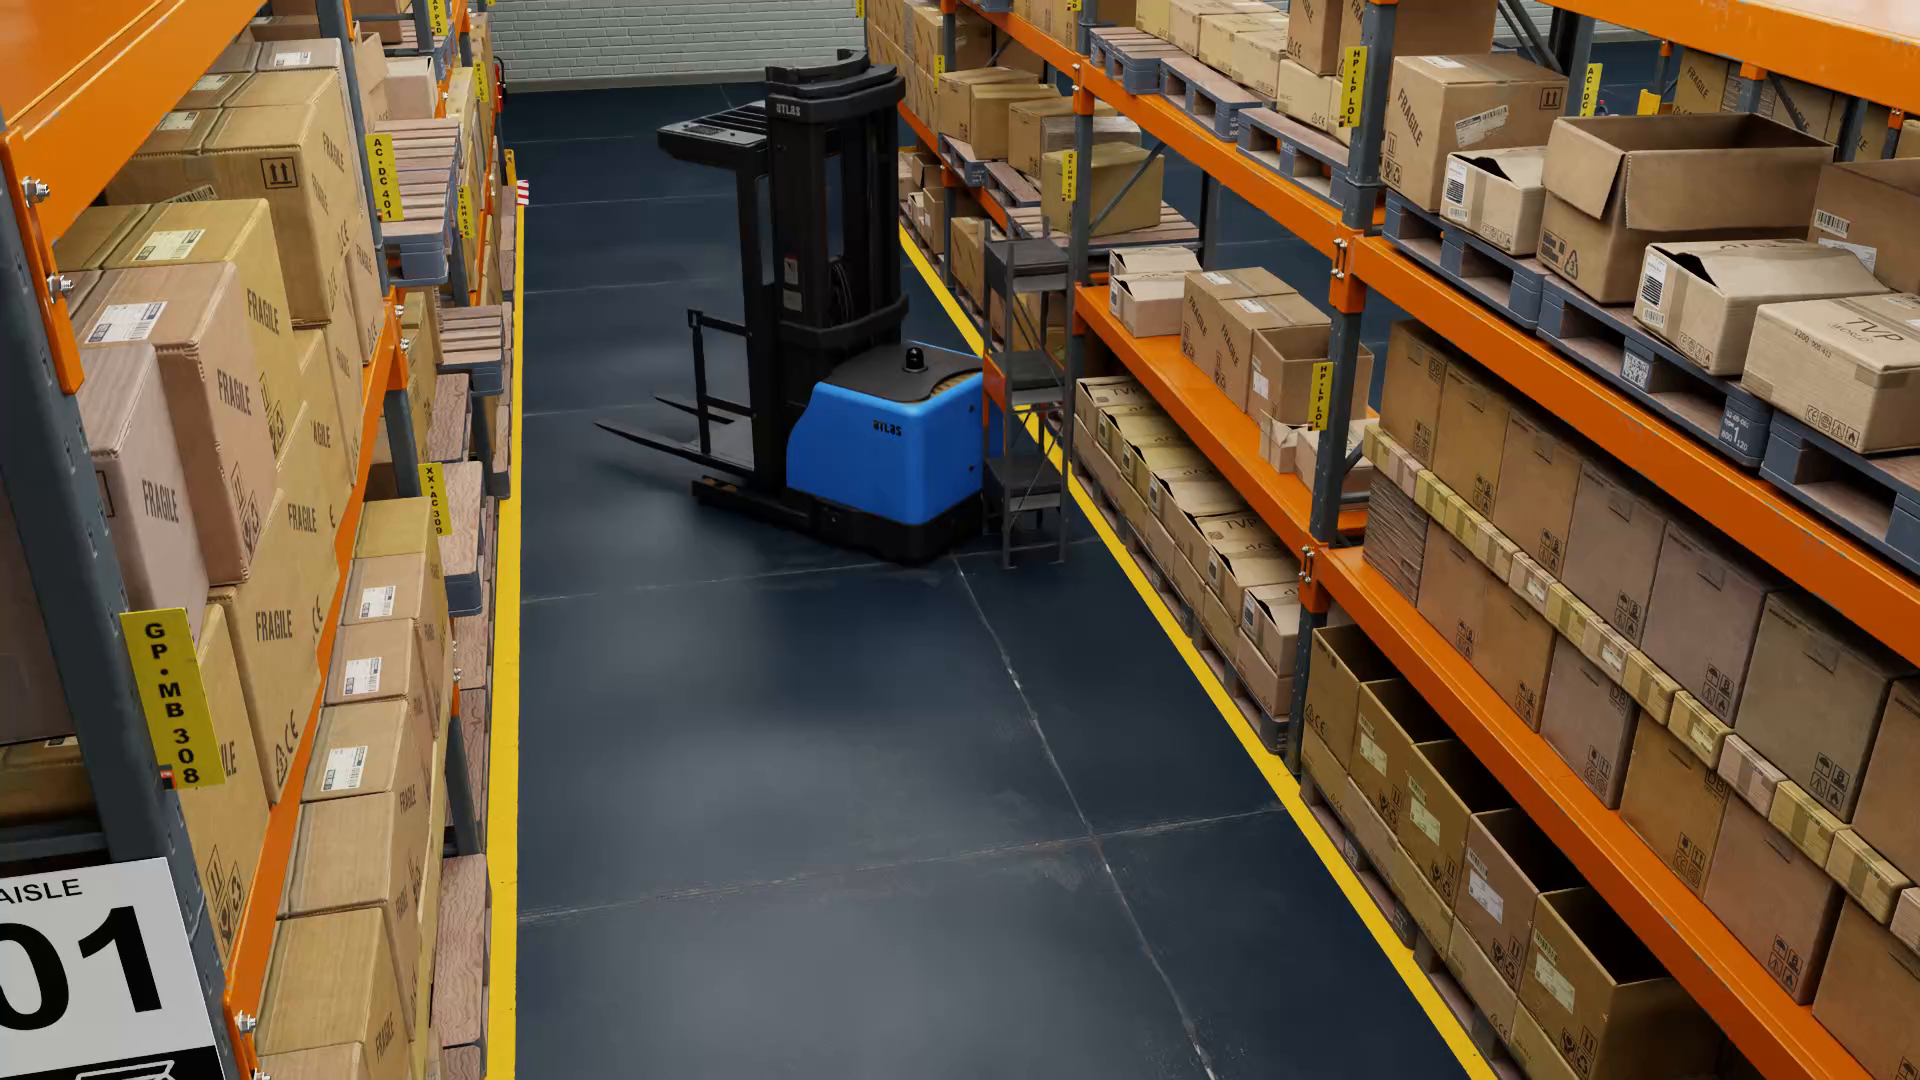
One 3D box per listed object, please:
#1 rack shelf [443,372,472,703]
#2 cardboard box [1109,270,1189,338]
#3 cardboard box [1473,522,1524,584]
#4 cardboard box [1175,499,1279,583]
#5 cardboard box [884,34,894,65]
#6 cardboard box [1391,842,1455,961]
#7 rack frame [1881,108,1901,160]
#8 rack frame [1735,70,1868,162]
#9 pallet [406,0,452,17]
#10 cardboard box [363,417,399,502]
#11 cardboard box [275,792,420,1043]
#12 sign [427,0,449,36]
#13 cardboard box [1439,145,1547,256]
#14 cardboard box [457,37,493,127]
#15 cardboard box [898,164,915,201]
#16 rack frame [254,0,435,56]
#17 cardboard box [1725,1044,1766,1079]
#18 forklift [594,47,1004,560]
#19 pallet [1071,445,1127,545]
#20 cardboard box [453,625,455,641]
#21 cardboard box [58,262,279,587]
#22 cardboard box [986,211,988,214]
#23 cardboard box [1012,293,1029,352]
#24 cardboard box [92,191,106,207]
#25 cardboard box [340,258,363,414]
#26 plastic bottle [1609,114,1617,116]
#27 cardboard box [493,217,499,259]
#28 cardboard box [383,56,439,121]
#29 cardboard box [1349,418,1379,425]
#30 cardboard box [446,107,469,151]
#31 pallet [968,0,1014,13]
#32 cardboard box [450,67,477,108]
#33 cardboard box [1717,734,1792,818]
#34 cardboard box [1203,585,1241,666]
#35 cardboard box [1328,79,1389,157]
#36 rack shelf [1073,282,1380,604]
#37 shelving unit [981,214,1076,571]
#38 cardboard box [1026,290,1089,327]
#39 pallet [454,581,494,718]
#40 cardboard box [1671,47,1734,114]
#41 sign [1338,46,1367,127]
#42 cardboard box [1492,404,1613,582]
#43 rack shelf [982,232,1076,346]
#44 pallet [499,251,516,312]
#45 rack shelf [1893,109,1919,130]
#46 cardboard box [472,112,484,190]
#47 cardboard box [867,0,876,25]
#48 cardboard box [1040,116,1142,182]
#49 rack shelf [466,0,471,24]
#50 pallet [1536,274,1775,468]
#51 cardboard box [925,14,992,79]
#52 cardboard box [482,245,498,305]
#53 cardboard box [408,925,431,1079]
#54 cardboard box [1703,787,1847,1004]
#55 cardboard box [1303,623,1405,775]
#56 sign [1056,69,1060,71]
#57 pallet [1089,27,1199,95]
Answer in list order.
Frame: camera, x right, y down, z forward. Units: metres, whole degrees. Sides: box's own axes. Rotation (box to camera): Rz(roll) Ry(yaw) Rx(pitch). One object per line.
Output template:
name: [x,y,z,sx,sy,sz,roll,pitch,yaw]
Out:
rack shelf: [-3.122,-0.274,8.763,1.077,0.370,4.000,-6,27,-12]
cardboard box: [1.266,-1.526,10.544,0.500,0.311,0.500,-6,27,-12]
cardboard box: [2.258,0.030,6.532,0.380,0.149,0.250,-7,28,-13]
cardboard box: [1.550,-0.028,9.440,0.500,0.311,0.500,-6,27,-12]
cardboard box: [-0.475,-4.867,16.952,0.500,0.500,0.500,-6,27,-12]
cardboard box: [2.179,1.492,7.050,0.500,0.250,0.500,-6,27,-12]
rack frame: [10.004,-4.739,16.809,1.000,3.000,0.127,-6,27,-12]
rack frame: [6.080,-2.480,12.334,1.000,3.000,0.127,-6,27,-12]
pallet: [-4.219,-4.086,12.399,0.805,0.209,1.217,-7,28,-14]
cardboard box: [-2.752,-0.185,7.189,0.700,0.500,0.500,-6,27,-11]
cardboard box: [-1.796,1.076,4.601,0.500,0.500,0.500,-7,28,-13]
sign: [-3.043,-3.098,9.656,0.100,0.325,0.005,-6,27,-12]
cardboard box: [2.133,-1.287,6.119,0.500,0.311,0.500,-7,28,-14]
cardboard box: [-4.913,-4.243,15.494,0.980,0.700,0.700,-7,28,-14]
cardboard box: [-0.478,-3.753,17.419,0.500,0.250,0.500,-6,27,-12]
rack frame: [-3.572,-4.152,8.989,1.000,3.000,0.127,-6,27,-12]
cardboard box: [3.037,1.762,5.684,0.500,0.500,0.500,-6,27,-12]
forklift: [-1.196,-1.686,10.837,3.031,2.935,1.130,18,32,31]
pallet: [1.401,-0.368,11.245,1.003,0.211,1.213,-6,27,-12]
cardboard box: [-3.094,0.431,8.854,0.700,0.500,0.500,-6,27,-11]
cardboard box: [-1.684,-0.220,3.285,0.500,0.500,0.500,-6,27,-12]
cardboard box: [0.263,-3.251,16.518,0.380,0.166,0.250,-6,27,-12]
cardboard box: [0.697,-1.673,13.021,0.500,0.500,0.500,-7,28,-13]
cardboard box: [-2.839,-1.312,5.450,0.500,0.500,0.500,-5,27,-11]
cardboard box: [-2.215,-0.690,5.327,0.500,0.500,0.500,-8,28,-16]
plastic bottle: [5.778,-3.658,14.807,0.152,0.276,0.135,-6,27,-12]
cardboard box: [-4.542,-2.640,14.959,0.700,0.500,0.500,-6,27,-11]
cardboard box: [-3.147,-2.493,9.108,0.500,0.311,0.500,-6,27,-12]
cardboard box: [2.154,-0.520,8.730,0.380,0.149,0.250,-6,27,-12]
cardboard box: [-3.783,-2.899,11.868,0.500,0.250,0.500,-7,28,-13]
pallet: [0.667,-4.241,12.703,1.213,0.211,1.003,-6,27,-12]
cardboard box: [-4.119,-3.572,13.202,0.500,0.250,0.500,-5,27,-10]
cardboard box: [2.612,0.713,5.177,0.380,0.149,0.250,-6,27,-11]
cardboard box: [1.666,0.443,9.129,0.500,0.250,0.500,-6,27,-12]
cardboard box: [2.025,-1.953,7.662,0.500,0.250,0.500,-3,27,-6]
rack shelf: [1.704,-0.779,9.763,1.077,0.370,4.000,-6,27,-12]
shelving unit: [0.403,-0.878,10.159,0.431,2.100,0.503,-7,28,-13]
cardboard box: [0.797,-1.805,12.450,0.500,0.250,0.500,-5,27,-10]
pallet: [-3.126,0.649,9.230,1.003,0.211,1.213,-6,27,-12]
cardboard box: [9.325,-5.461,20.132,0.875,0.875,0.875,-6,27,-12]
sign: [1.628,-1.873,6.880,0.100,0.325,0.005,-6,27,-12]
cardboard box: [2.488,-0.210,6.287,0.700,0.500,0.500,-6,27,-12]
rack shelf: [0.403,-1.490,9.849,0.431,0.518,0.480,-7,28,-13]
pallet: [-4.569,-2.326,15.125,1.003,0.211,1.213,-6,27,-12]
rack shelf: [10.455,-3.539,15.232,1.077,0.370,4.000,-6,27,-12]
cardboard box: [-4.000,-3.016,12.933,0.500,0.500,0.500,-6,27,-11]
cardboard box: [-0.707,-5.760,17.612,0.500,0.500,0.500,-5,27,-10]
cardboard box: [0.981,-2.896,12.582,0.700,0.500,0.500,-1,27,-2]
rack shelf: [-4.925,-5.126,15.045,1.077,0.370,4.000,-6,27,-12]
pallet: [2.643,-0.616,5.410,1.003,0.211,1.213,-6,27,-12]
cardboard box: [-0.015,-4.421,14.959,0.500,0.500,0.500,-6,27,-11]
cardboard box: [-3.997,-1.795,12.898,0.750,0.750,0.750,-5,27,-10]
cardboard box: [-1.810,1.399,4.793,0.500,0.250,0.500,-6,27,-12]
cardboard box: [2.840,1.053,5.224,0.700,0.500,0.500,-5,27,-10]
cardboard box: [1.954,0.718,7.751,0.500,0.500,0.500,-6,27,-12]
sign: [0.891,-4.309,14.673,0.100,0.325,0.005,-6,27,-12]
pallet: [1.493,-2.944,10.135,1.213,0.211,1.003,-5,27,-9]
